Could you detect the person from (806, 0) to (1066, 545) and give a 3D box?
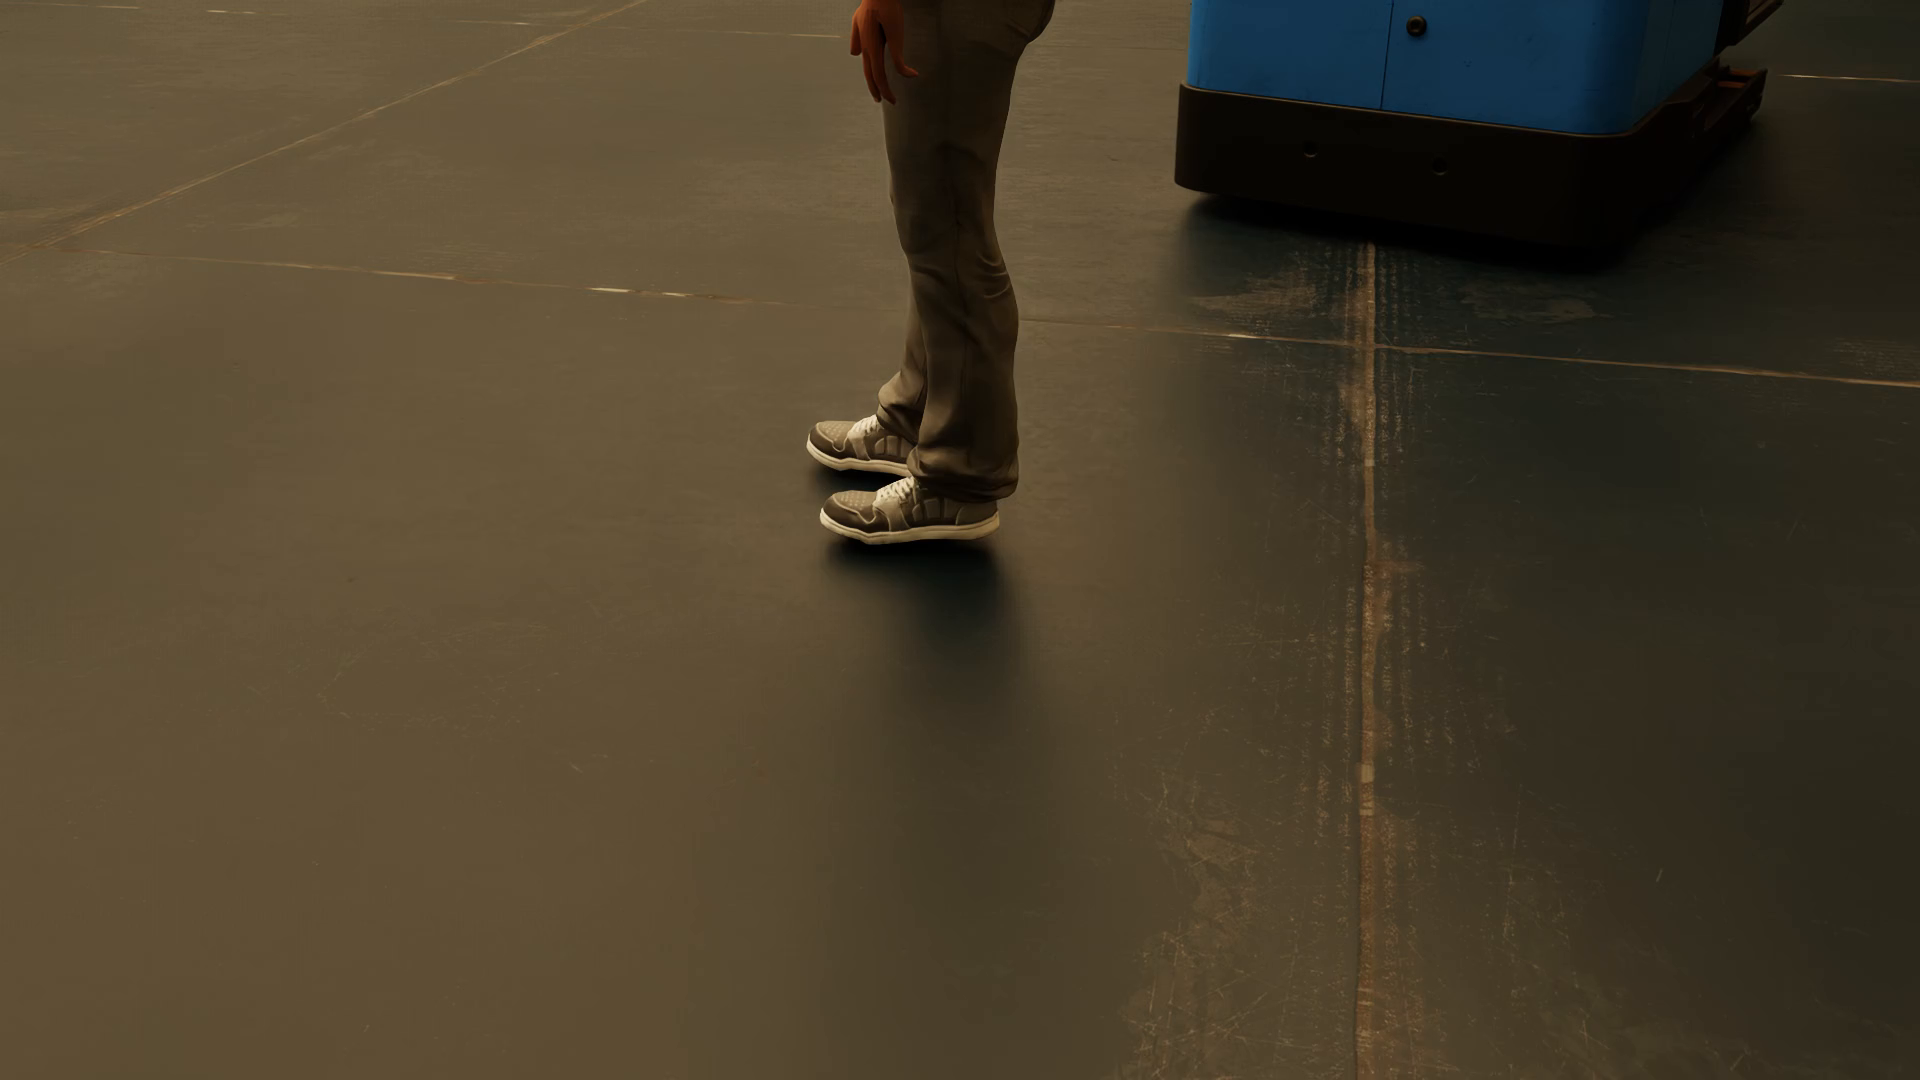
[{"bbox_3d":[-0.068,-0.733,2.164,0.475,1.597,0.520,6,27,11],"label":"person"}]

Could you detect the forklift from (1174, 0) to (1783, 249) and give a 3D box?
[{"bbox_3d":[1.733,-2.561,4.322,1.130,2.935,3.031,16,31,28],"label":"forklift"}]
